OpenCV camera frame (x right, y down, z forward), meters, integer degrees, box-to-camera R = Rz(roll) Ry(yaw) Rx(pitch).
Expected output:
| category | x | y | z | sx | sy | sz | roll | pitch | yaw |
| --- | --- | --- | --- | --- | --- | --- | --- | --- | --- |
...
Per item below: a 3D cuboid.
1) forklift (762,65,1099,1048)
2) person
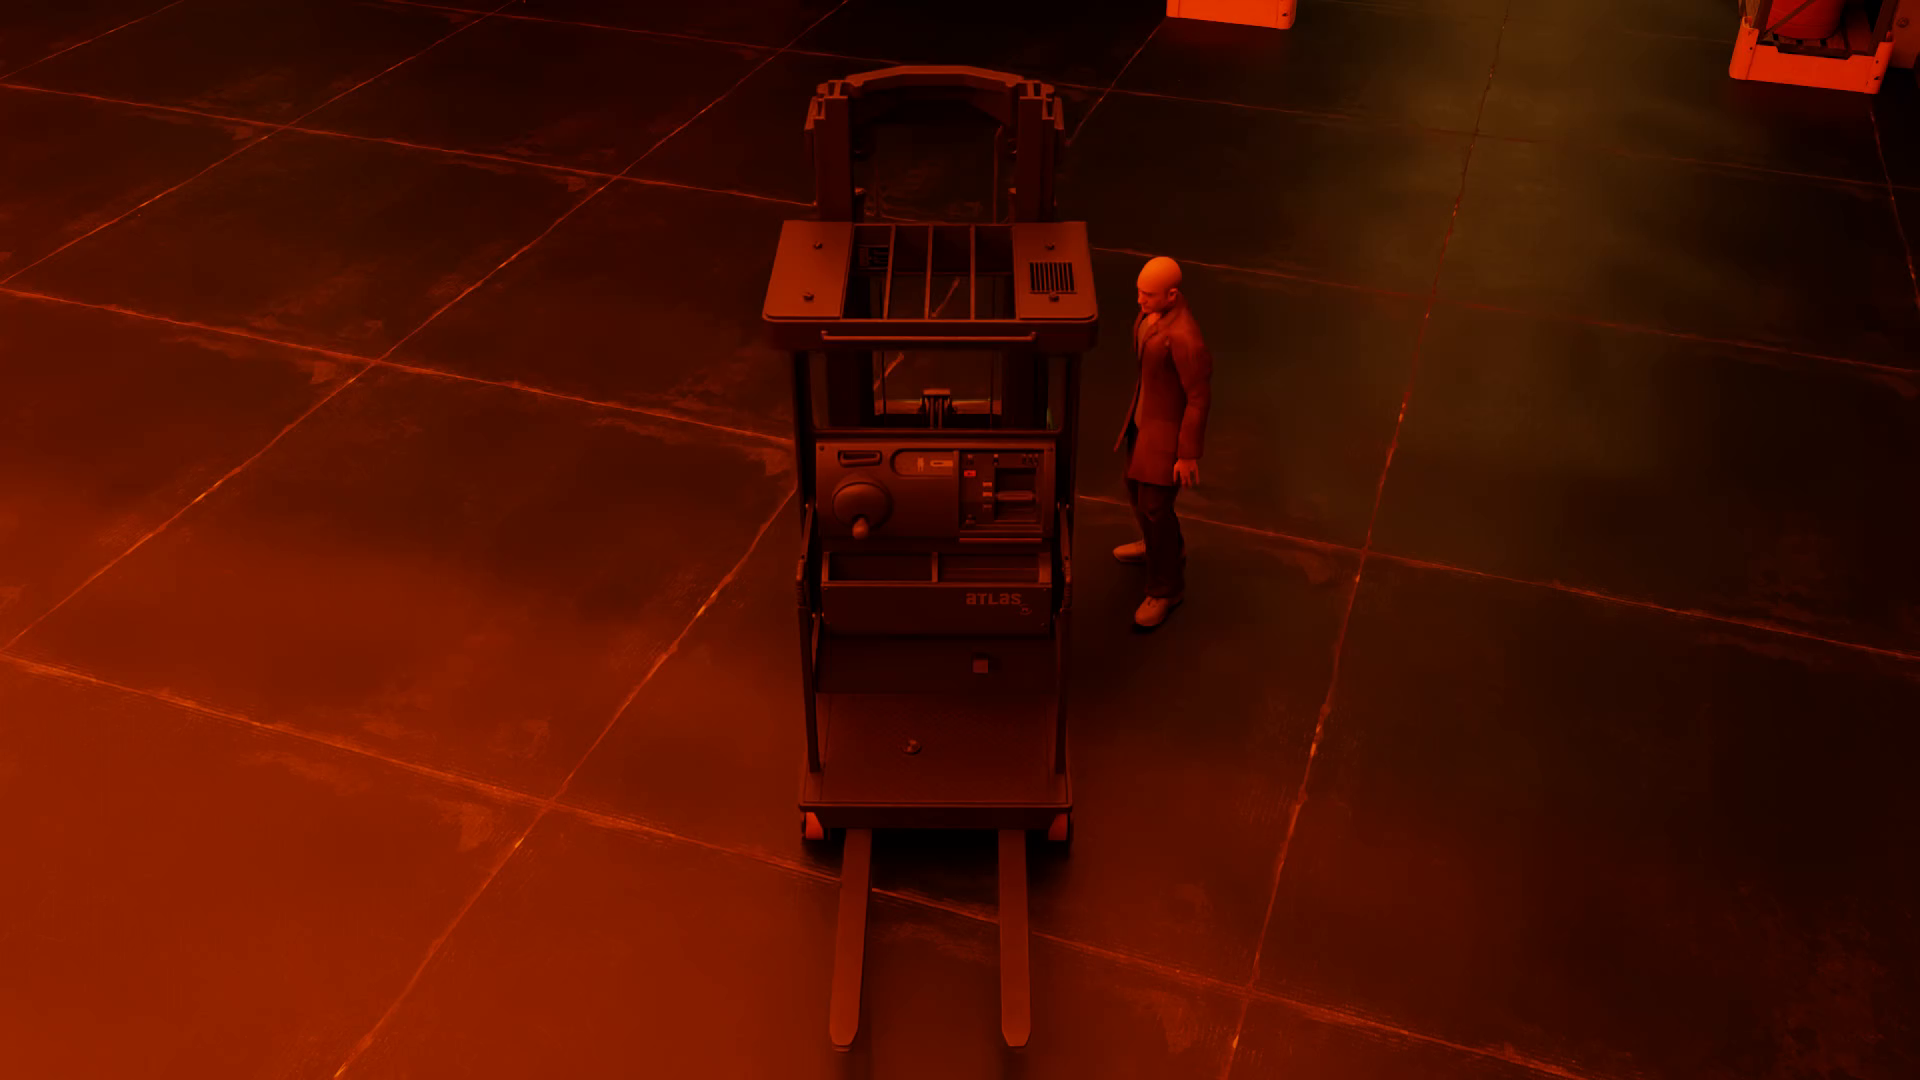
| category | x | y | z | sx | sy | sz | roll | pitch | yaw |
| --- | --- | --- | --- | --- | --- | --- | --- | --- | --- |
| forklift | -0.093 | -0.131 | 6.295 | 1.130 | 2.935 | 3.031 | 0 | 35 | 0 |
| person | 0.972 | -0.542 | 7.906 | 0.426 | 1.750 | 0.899 | -7 | 36 | -9 |
